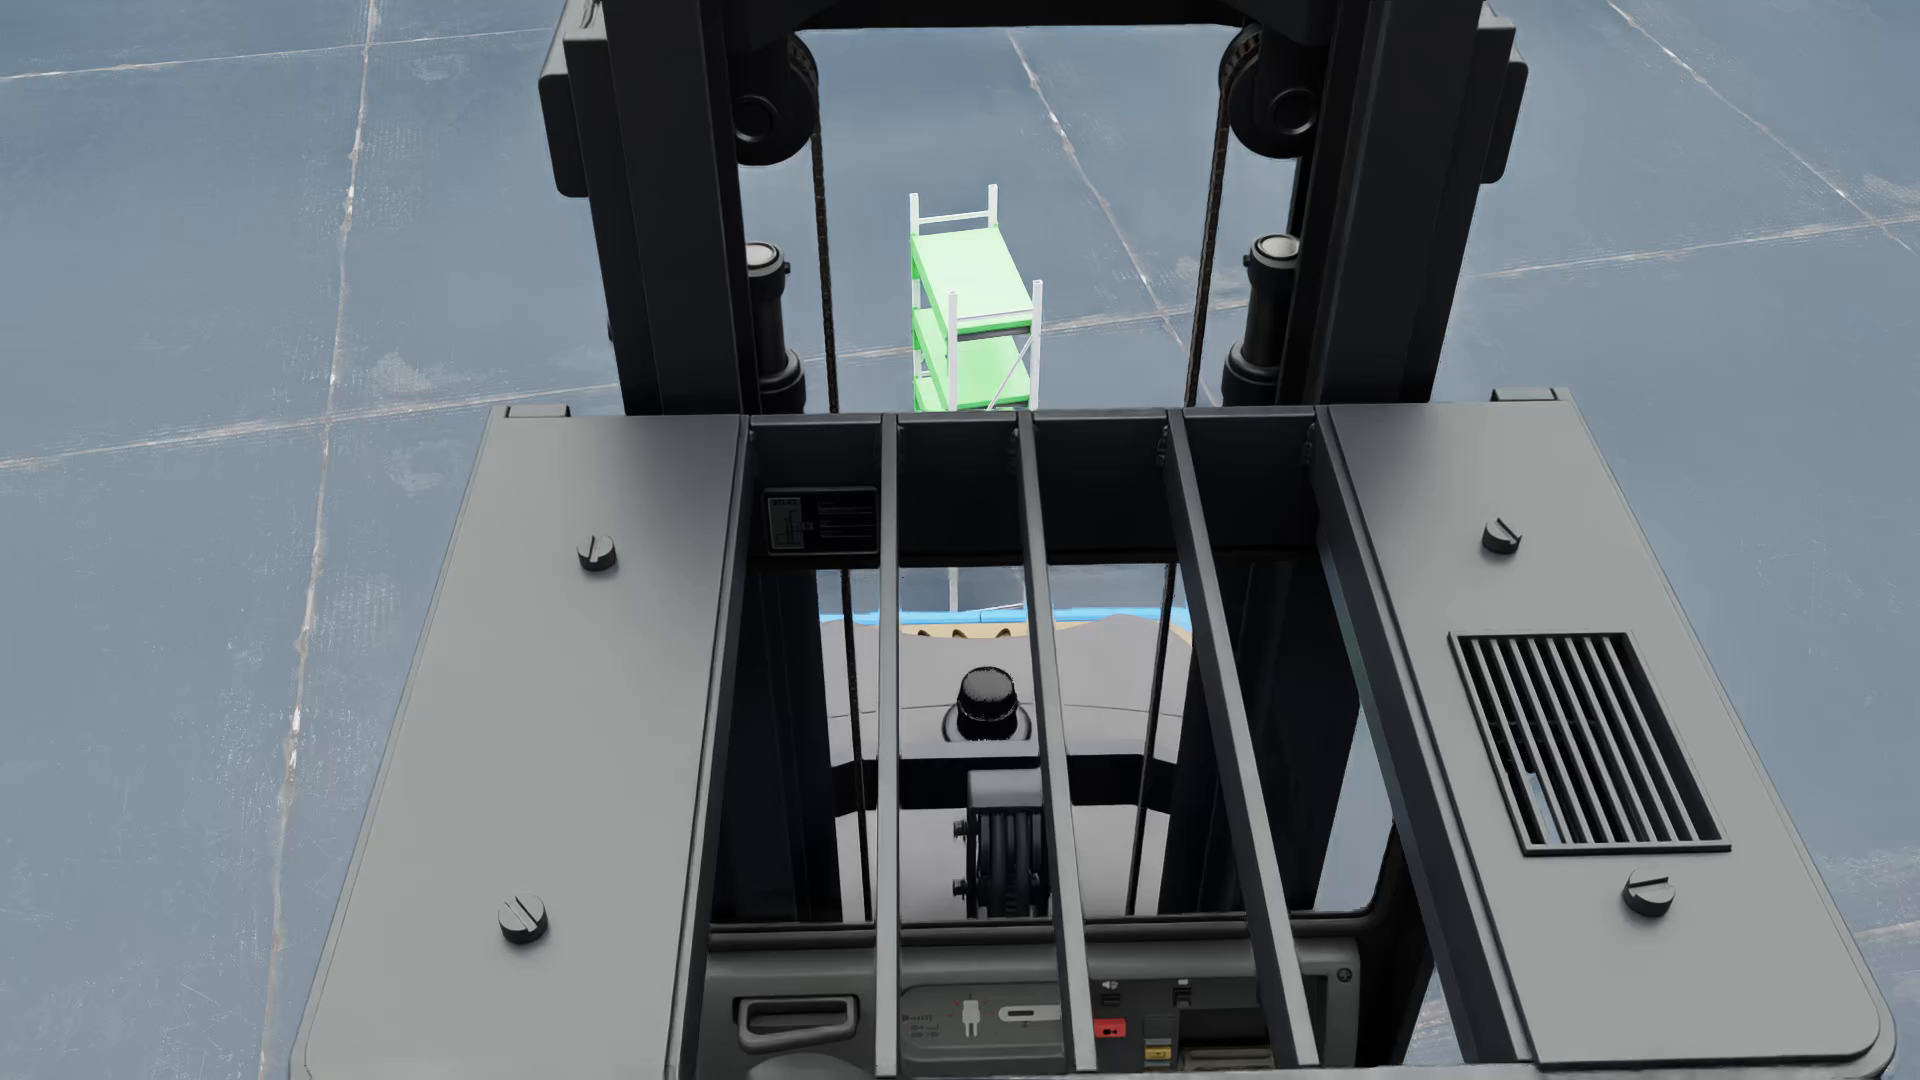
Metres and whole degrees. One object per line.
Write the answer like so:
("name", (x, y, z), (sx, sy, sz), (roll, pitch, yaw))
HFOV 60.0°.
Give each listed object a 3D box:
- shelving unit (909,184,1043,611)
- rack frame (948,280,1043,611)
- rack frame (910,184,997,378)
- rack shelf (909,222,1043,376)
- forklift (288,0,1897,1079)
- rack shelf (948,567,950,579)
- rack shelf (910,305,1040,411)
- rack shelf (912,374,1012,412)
("shelving unit", (0.036, -0.341, 4.731), (0.258, 1.200, 0.503), (-8, 42, -9))
("rack frame", (0.088, -0.183, 4.553), (0.240, 1.200, 0.015), (-8, 42, -9))
("rack frame", (-0.017, -0.500, 4.909), (0.240, 1.200, 0.015), (-8, 42, -9))
("rack shelf", (0.036, -0.653, 4.455), (0.258, 0.148, 0.480), (-8, 42, -9))
("forklift", (0.083, 0.826, 2.111), (1.130, 2.935, 3.031), (-1, 42, -1))
("rack shelf", (0.036, -0.114, 4.933), (0.258, 0.148, 0.480), (-8, 42, -9))
("rack shelf", (0.036, -0.473, 4.614), (0.258, 0.148, 0.480), (-8, 42, -9))
("rack shelf", (0.036, -0.294, 4.773), (0.258, 0.148, 0.480), (-8, 42, -9))
